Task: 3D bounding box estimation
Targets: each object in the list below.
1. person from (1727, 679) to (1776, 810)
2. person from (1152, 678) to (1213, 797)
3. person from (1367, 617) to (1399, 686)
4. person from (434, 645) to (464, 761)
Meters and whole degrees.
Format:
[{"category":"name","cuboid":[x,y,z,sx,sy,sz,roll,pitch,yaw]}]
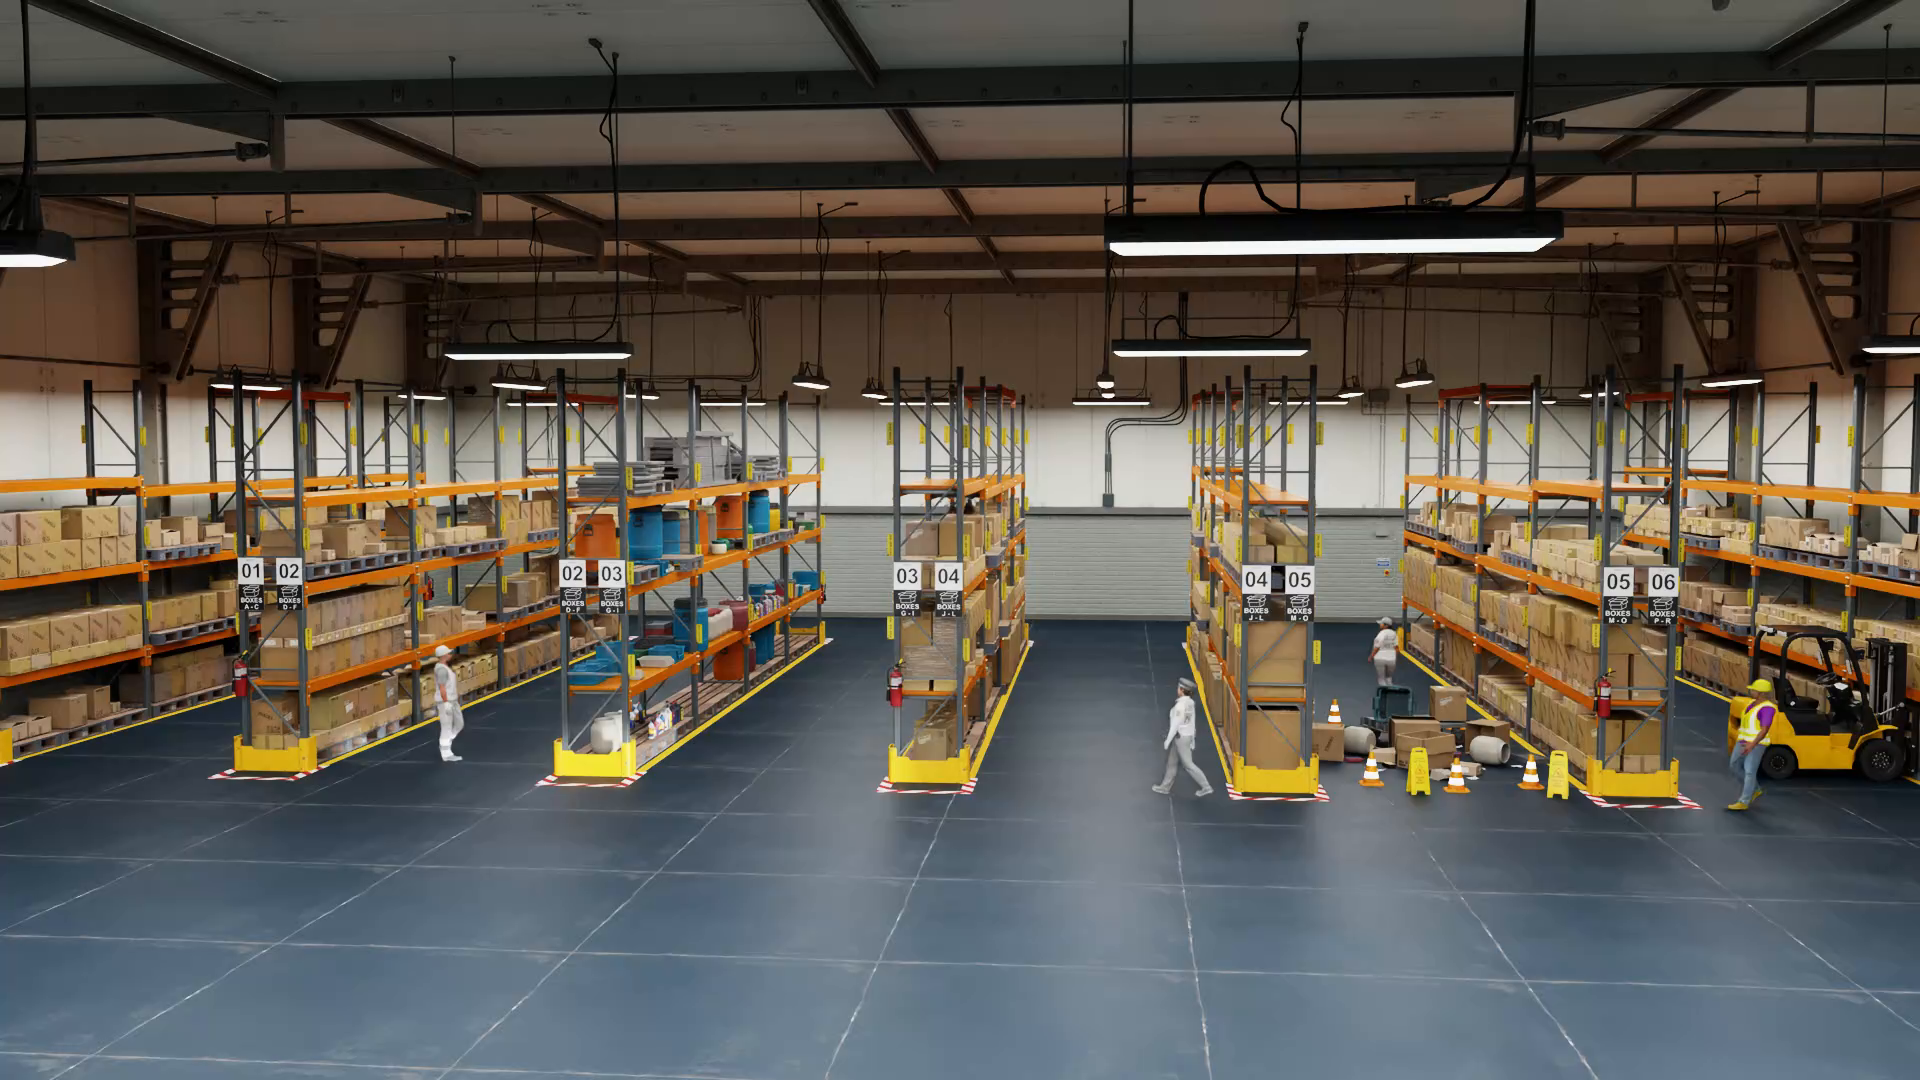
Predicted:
[{"category":"person","cuboid":[10.575,2.739,22.323,0.632,1.751,0.644,-1,4,-15]},{"category":"person","cuboid":[3.080,2.736,23.060,0.934,1.649,0.494,2,4,24]},{"category":"person","cuboid":[7.833,2.259,30.766,0.571,1.680,0.736,0,4,-3]},{"category":"person","cuboid":[-7.934,2.517,25.763,0.470,1.792,0.604,0,4,4]}]
